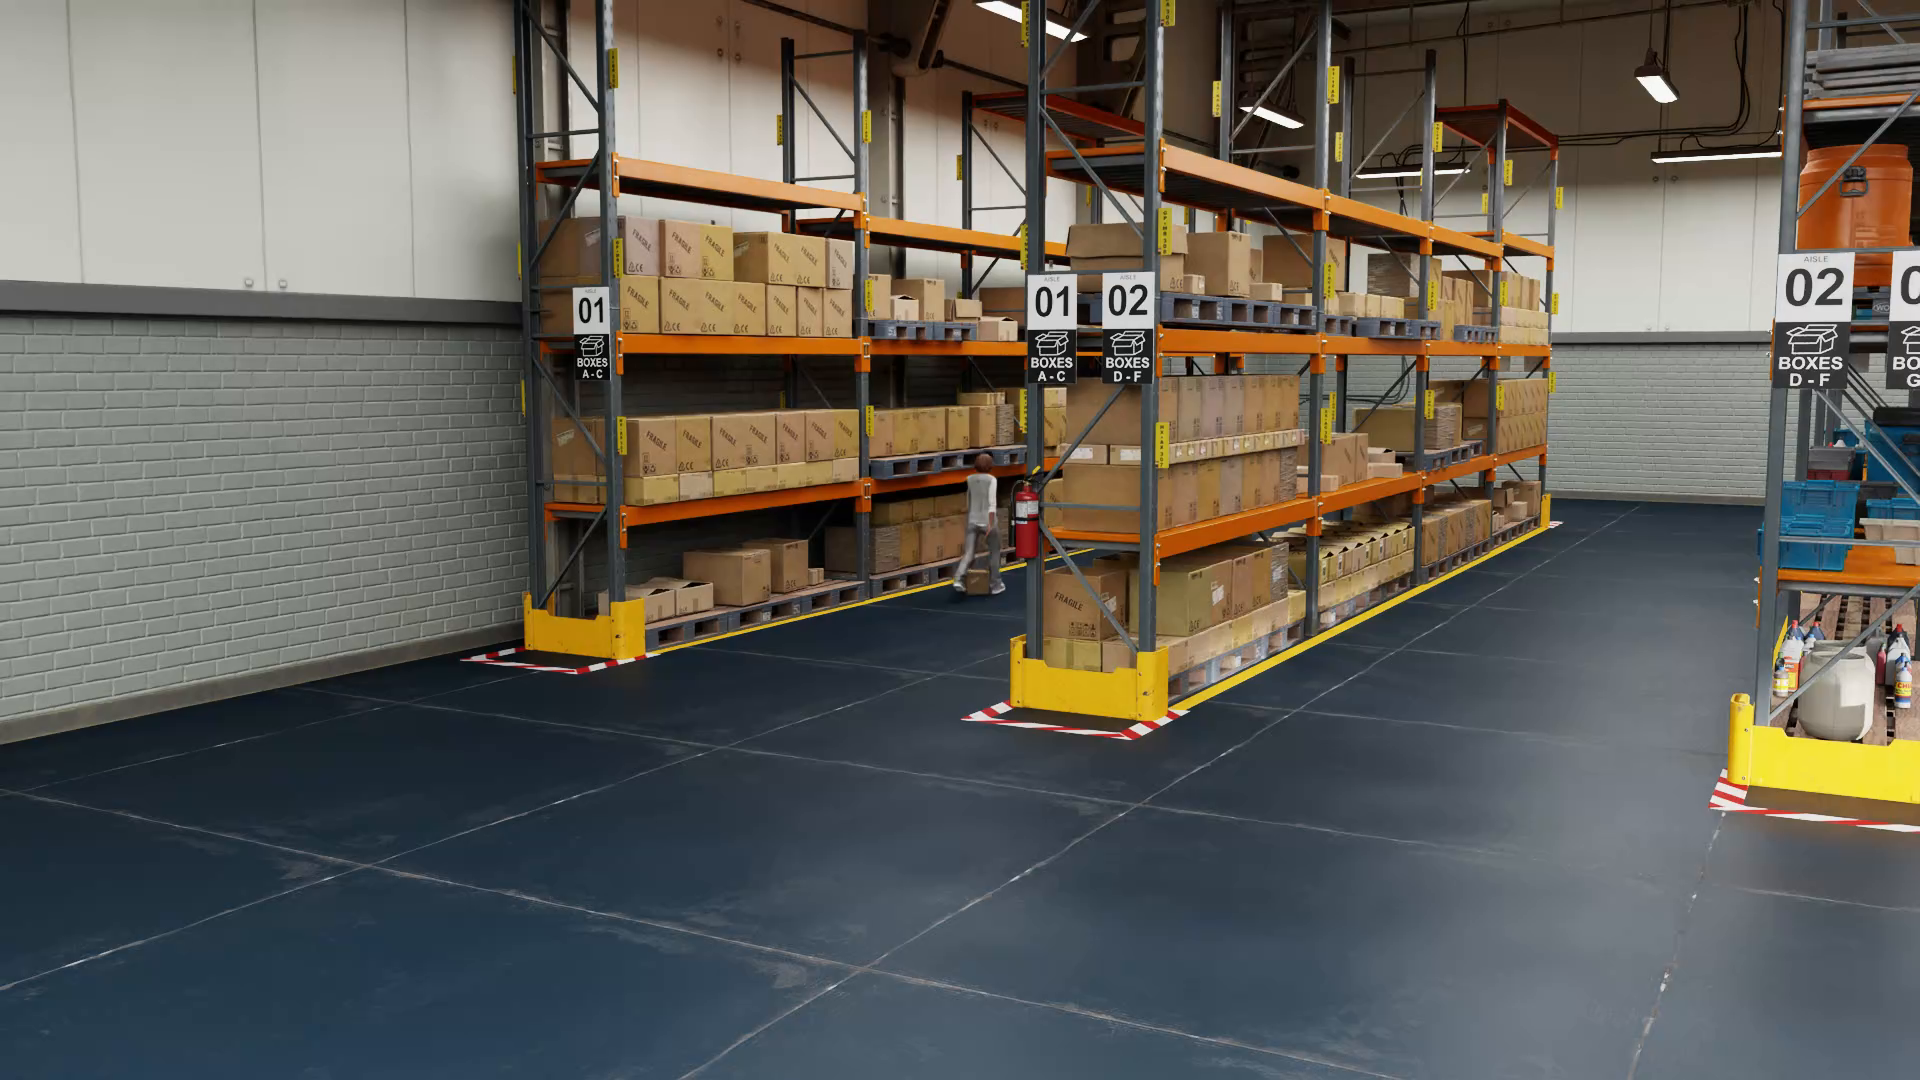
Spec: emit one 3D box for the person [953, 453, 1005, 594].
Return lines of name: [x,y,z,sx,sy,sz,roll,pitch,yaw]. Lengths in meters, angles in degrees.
person: [0.207,-0.164,18.109,0.405,1.554,0.912,3,7,24]
